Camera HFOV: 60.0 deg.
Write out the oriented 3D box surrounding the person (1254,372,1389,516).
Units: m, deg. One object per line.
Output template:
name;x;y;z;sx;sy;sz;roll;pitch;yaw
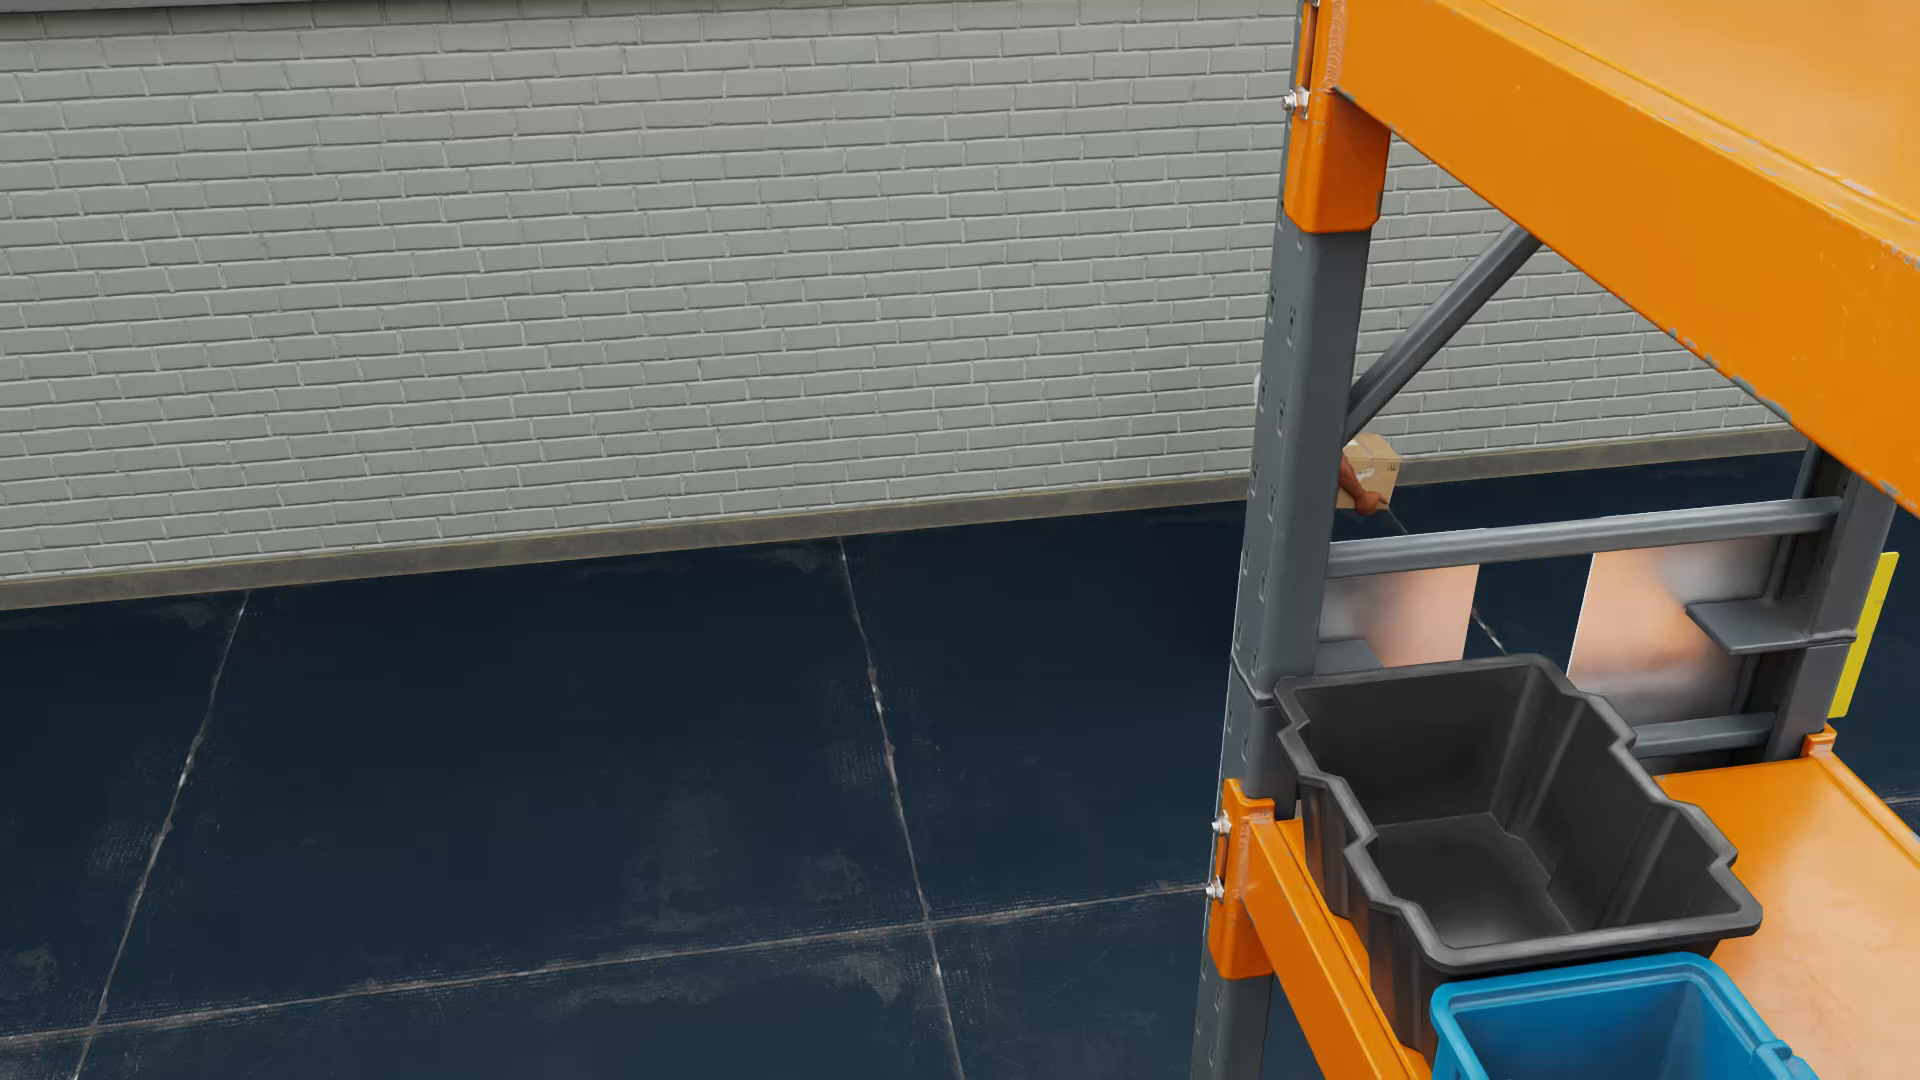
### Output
person;1.575;-0.173;7.404;0.566;1.762;0.504;-5;31;-8
